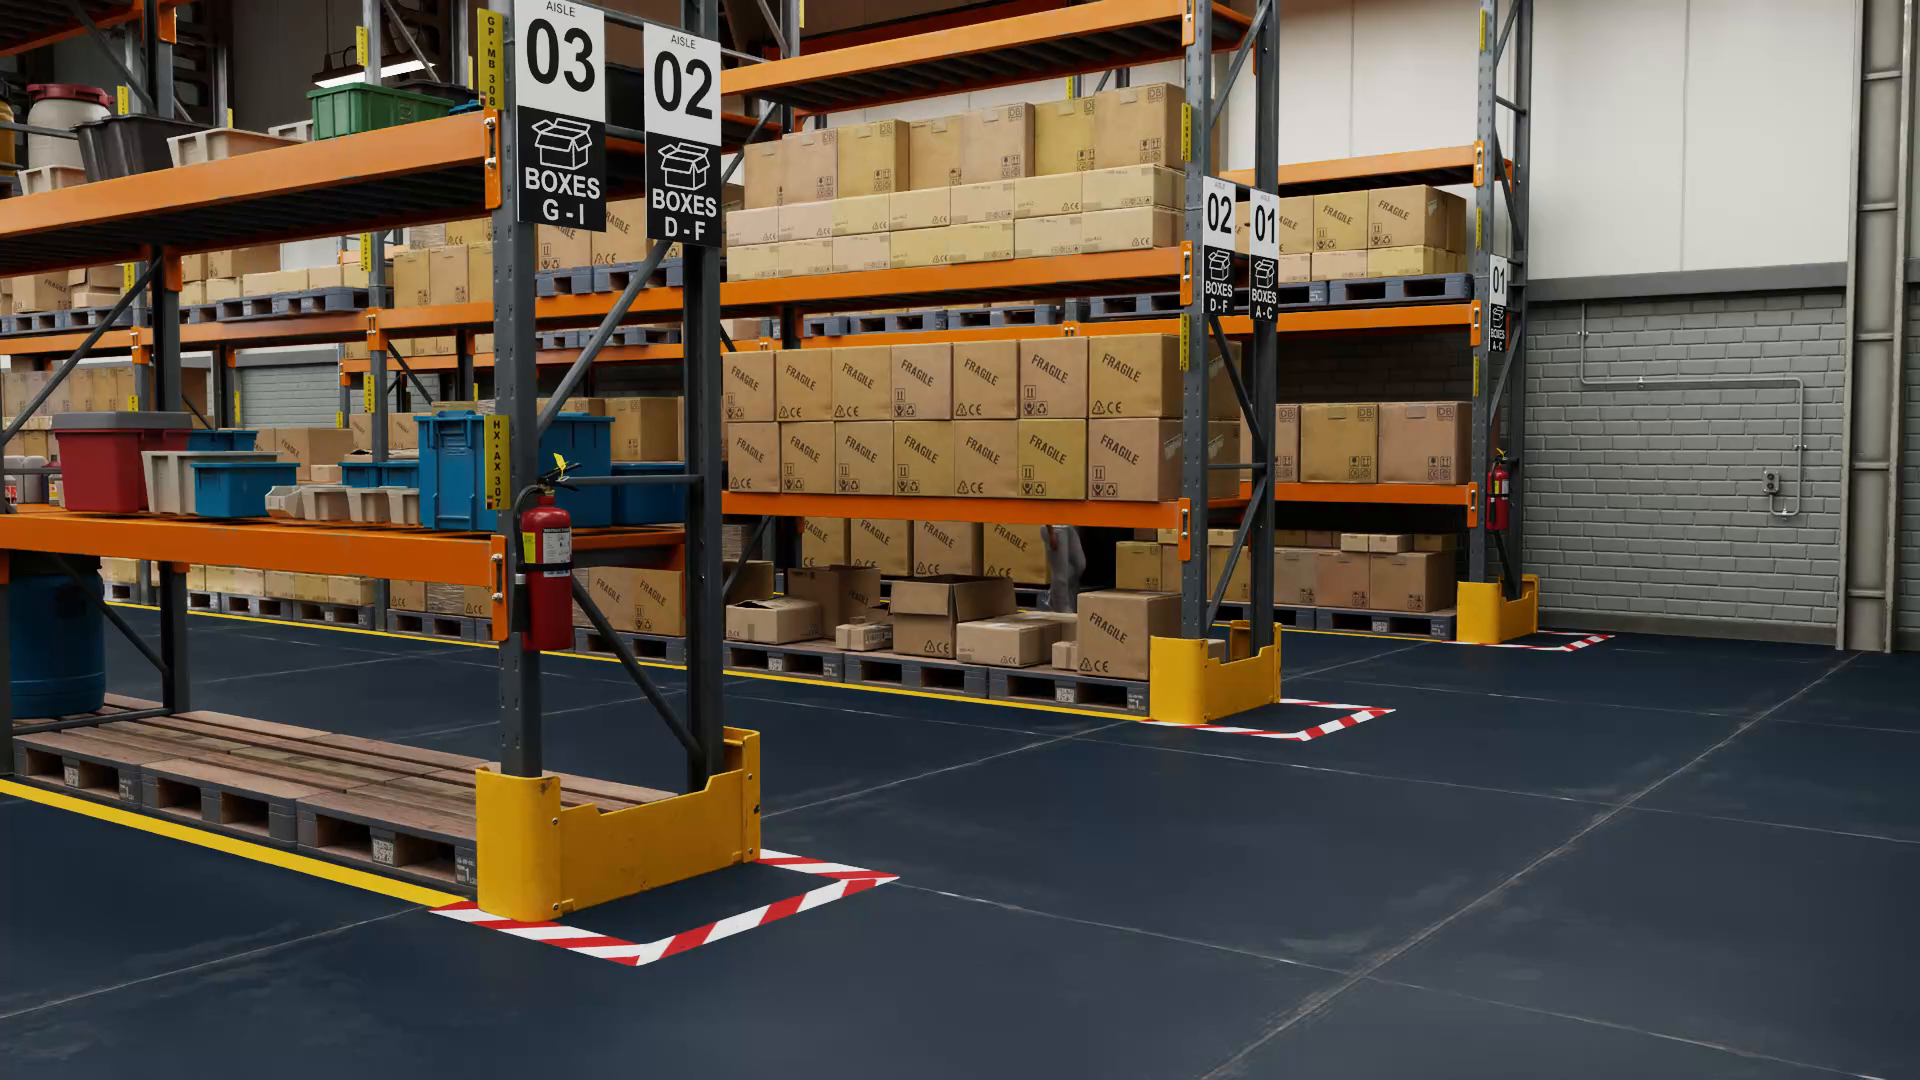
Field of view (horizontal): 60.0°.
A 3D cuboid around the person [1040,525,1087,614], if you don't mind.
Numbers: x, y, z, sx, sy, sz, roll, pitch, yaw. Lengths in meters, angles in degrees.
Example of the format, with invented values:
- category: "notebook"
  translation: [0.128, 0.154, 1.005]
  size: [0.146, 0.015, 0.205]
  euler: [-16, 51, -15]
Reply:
- category: "person"
  translation: [0.950, -0.062, 15.080]
  size: [0.458, 1.682, 0.495]
  euler: [1, 4, 23]
